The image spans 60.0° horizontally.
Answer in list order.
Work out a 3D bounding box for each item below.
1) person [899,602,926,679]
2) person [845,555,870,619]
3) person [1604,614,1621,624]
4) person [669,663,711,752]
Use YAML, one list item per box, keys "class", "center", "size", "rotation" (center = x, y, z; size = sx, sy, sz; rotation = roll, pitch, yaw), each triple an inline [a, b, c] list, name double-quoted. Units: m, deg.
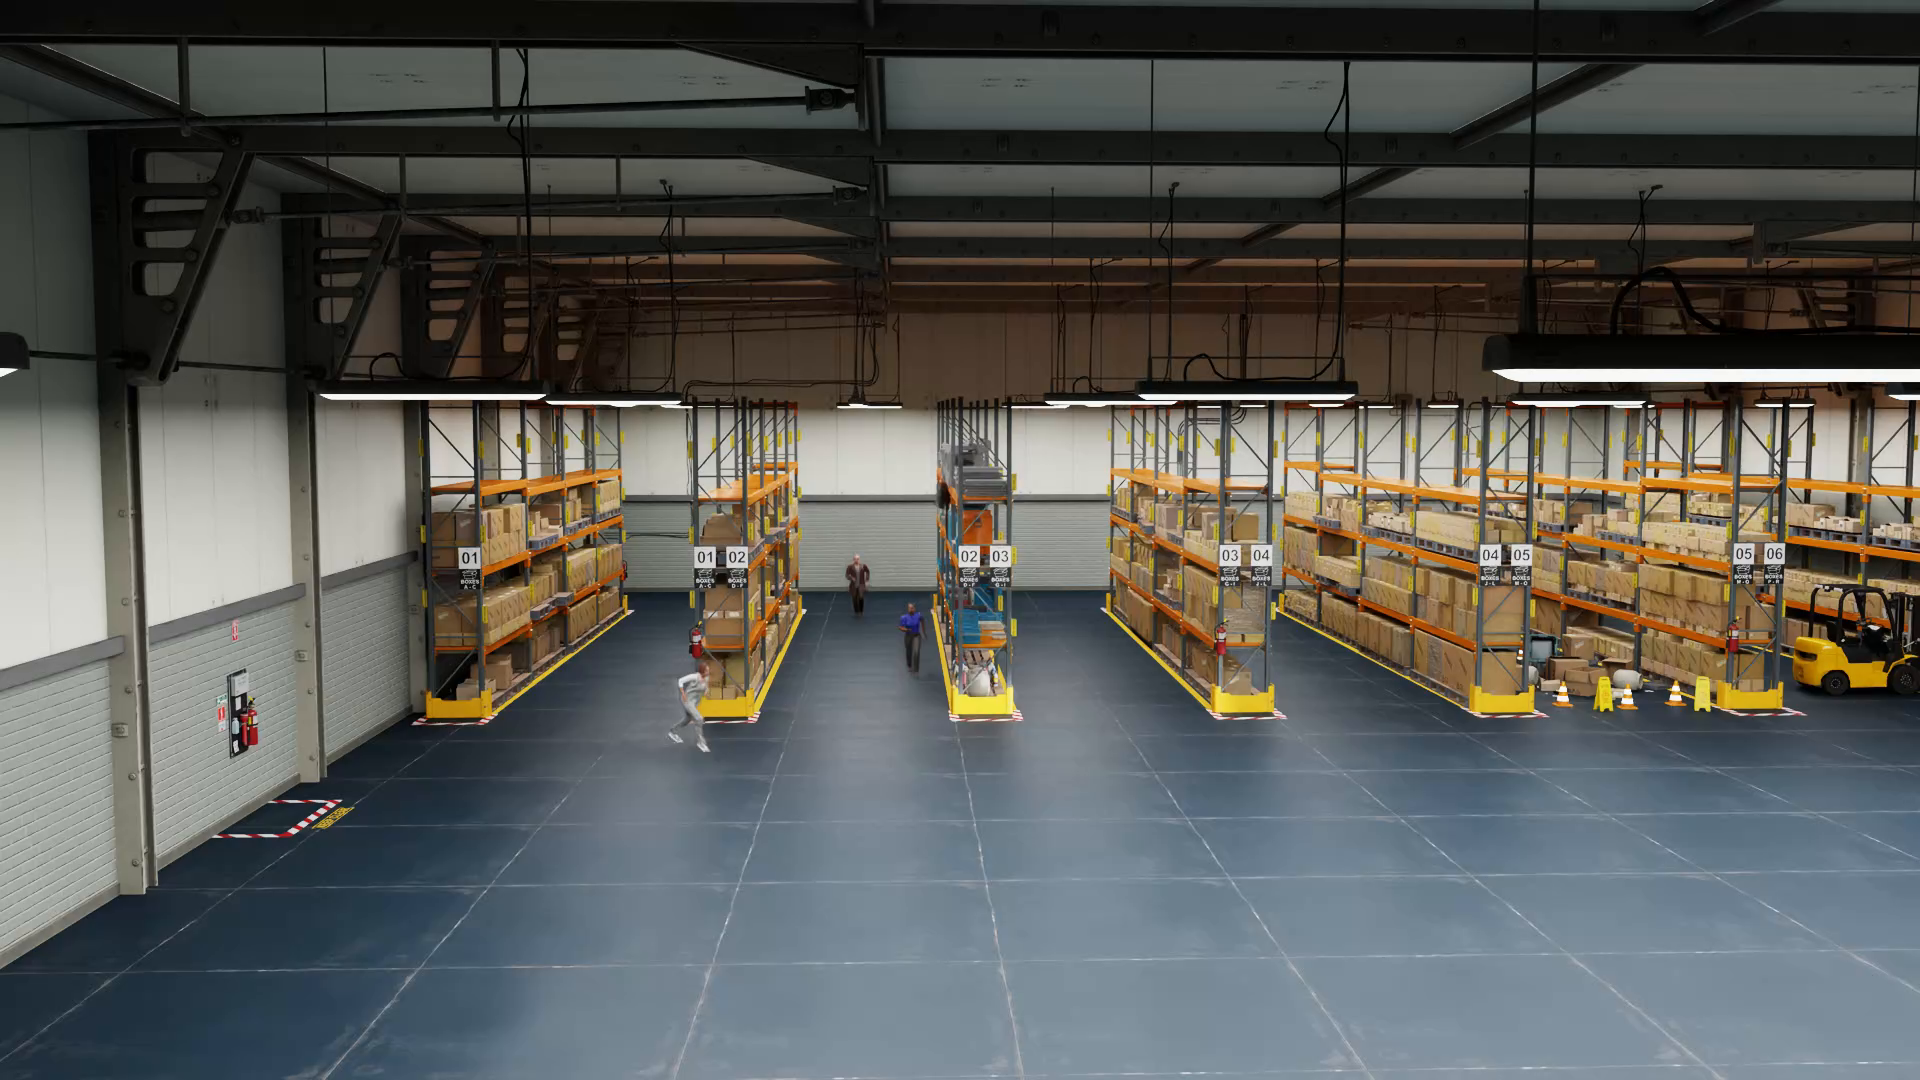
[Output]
- class: "person"
  center: [-1.021, 2.138, 35.919]
  size: [0.580, 1.627, 0.967]
  rotation: [0, 4, 0]
- class: "person"
  center: [-2.829, 1.296, 45.951]
  size: [0.668, 1.780, 0.847]
  rotation: [0, 4, -2]
- class: "person"
  center: [17.531, 1.460, 44.707]
  size: [0.627, 1.656, 0.729]
  rotation: [-2, 5, -28]
- class: "person"
  center: [-4.593, 2.820, 28.142]
  size: [0.918, 1.533, 0.579]
  rotation: [3, 5, 34]
